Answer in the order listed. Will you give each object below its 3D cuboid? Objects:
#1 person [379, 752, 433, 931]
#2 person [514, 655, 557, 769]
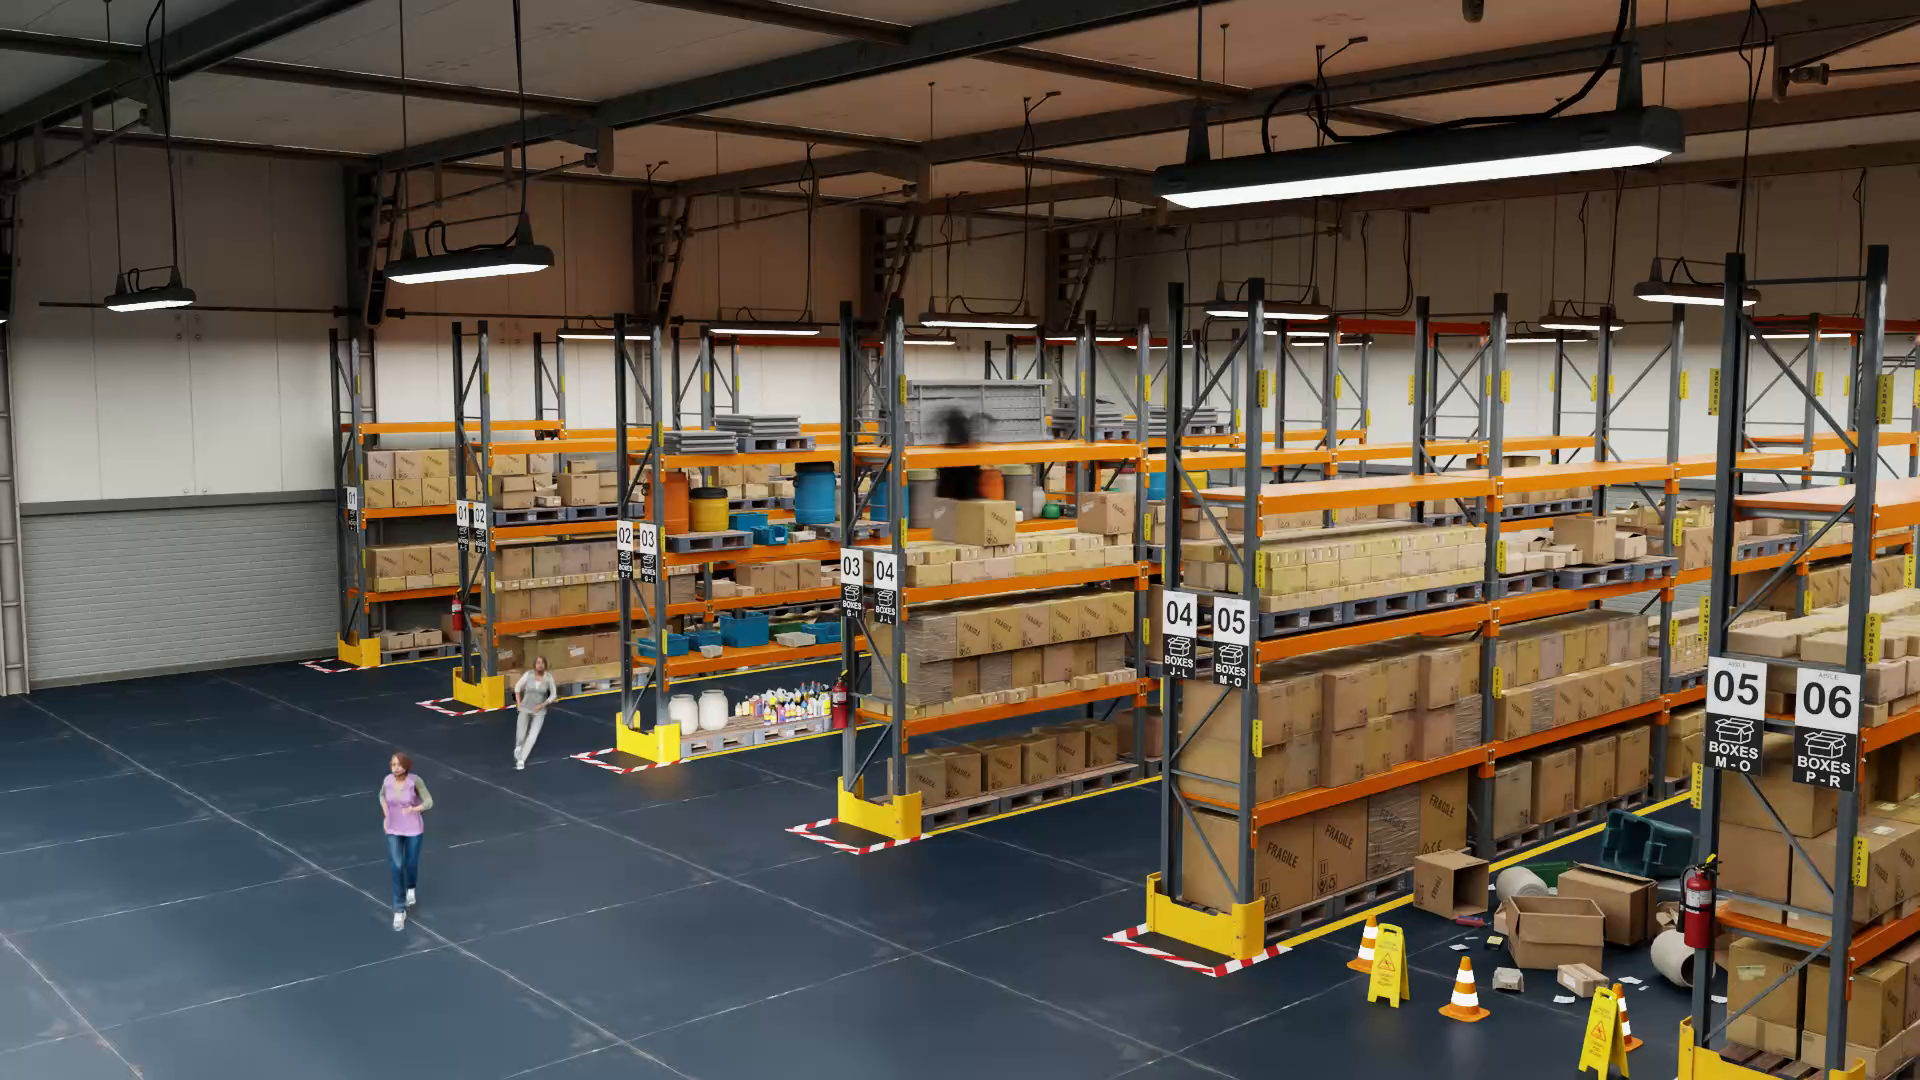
[{"bbox_3d":[-5.274,2.806,15.849,0.519,1.629,0.792,-1,6,-12],"label":"person"},{"bbox_3d":[-5.601,2.254,21.897,0.584,1.503,0.522,-1,6,-12],"label":"person"}]
